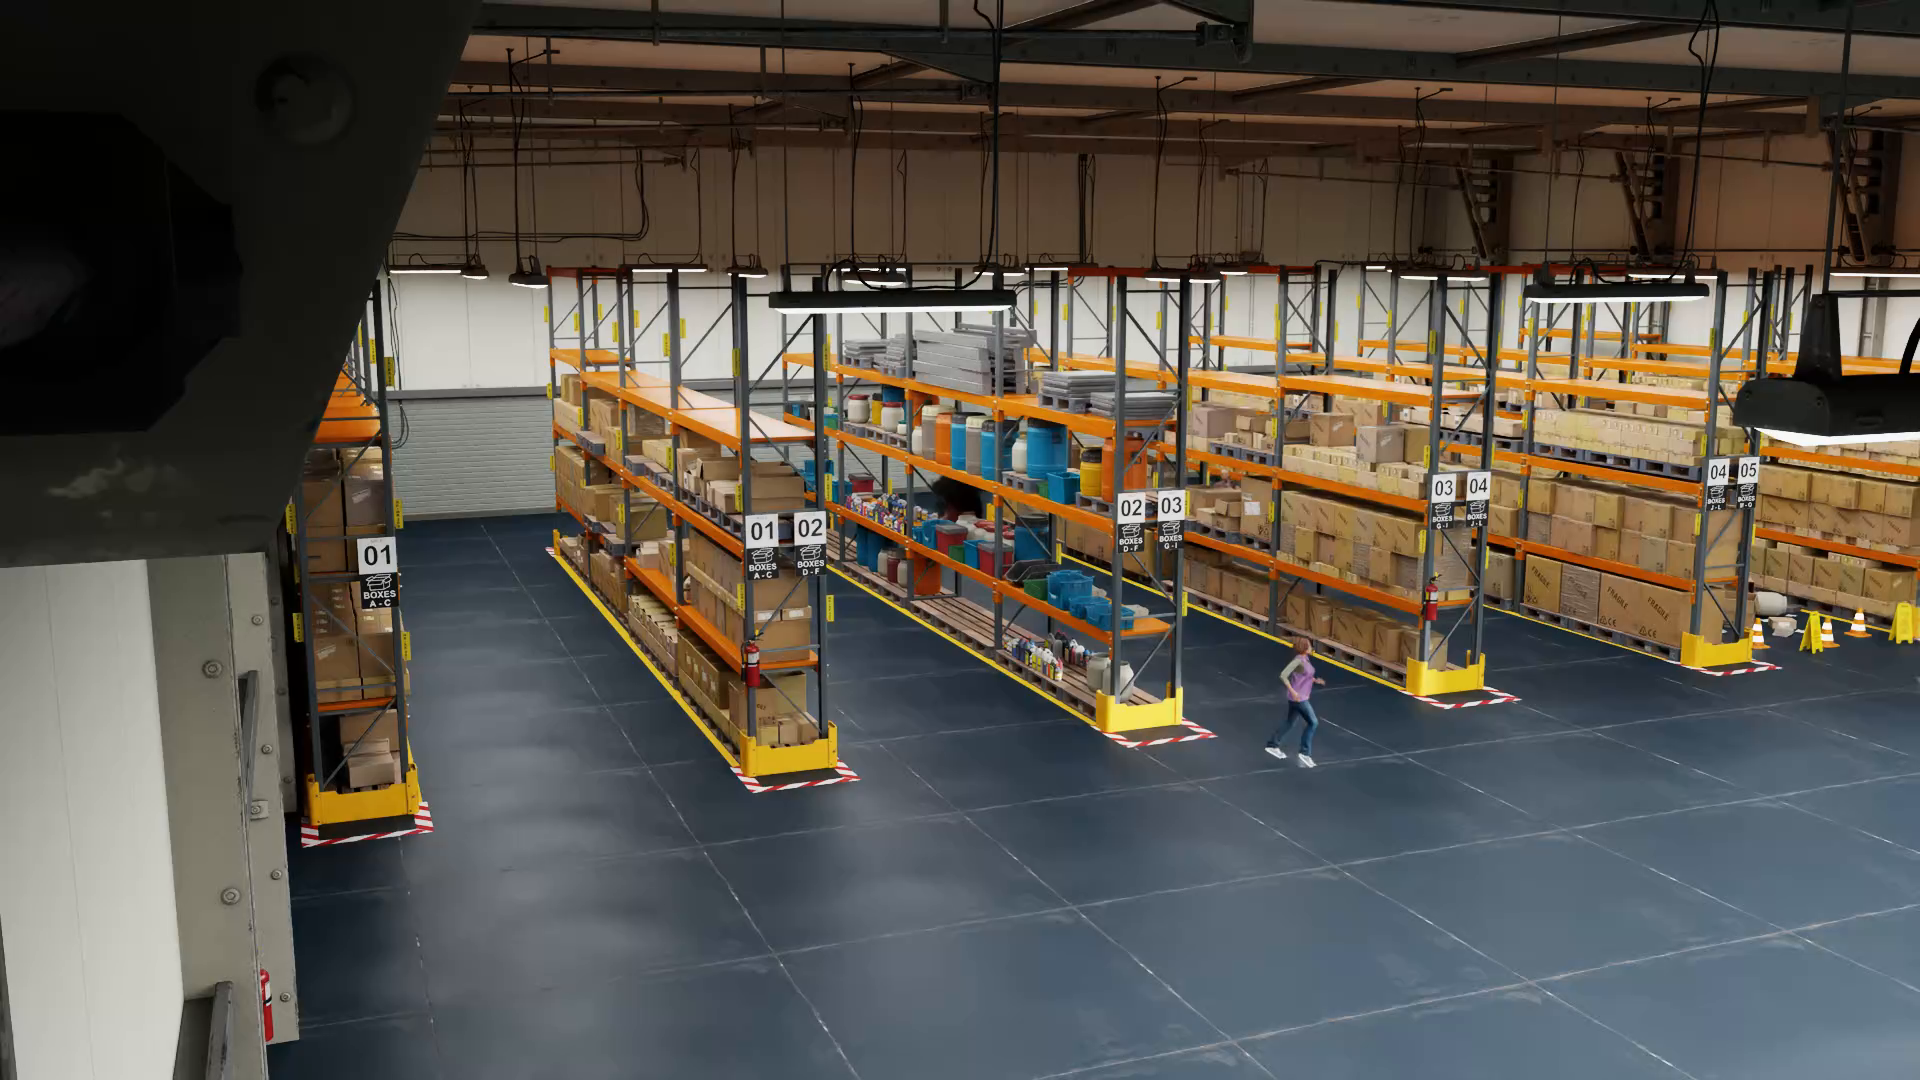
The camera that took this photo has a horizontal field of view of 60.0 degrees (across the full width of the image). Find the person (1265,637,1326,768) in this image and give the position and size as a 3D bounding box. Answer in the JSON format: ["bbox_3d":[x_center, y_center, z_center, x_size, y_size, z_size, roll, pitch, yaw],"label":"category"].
[{"bbox_3d":[4.161,1.999,20.610,0.704,1.646,0.516,2,10,13],"label":"person"}]

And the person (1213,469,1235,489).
[{"bbox_3d":[5.630,-0.626,35.148,0.664,1.735,0.654,-4,11,-23],"label":"person"}]

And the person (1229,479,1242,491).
[{"bbox_3d":[6.757,-1.664,41.311,0.806,1.753,0.660,8,13,38],"label":"person"}]
